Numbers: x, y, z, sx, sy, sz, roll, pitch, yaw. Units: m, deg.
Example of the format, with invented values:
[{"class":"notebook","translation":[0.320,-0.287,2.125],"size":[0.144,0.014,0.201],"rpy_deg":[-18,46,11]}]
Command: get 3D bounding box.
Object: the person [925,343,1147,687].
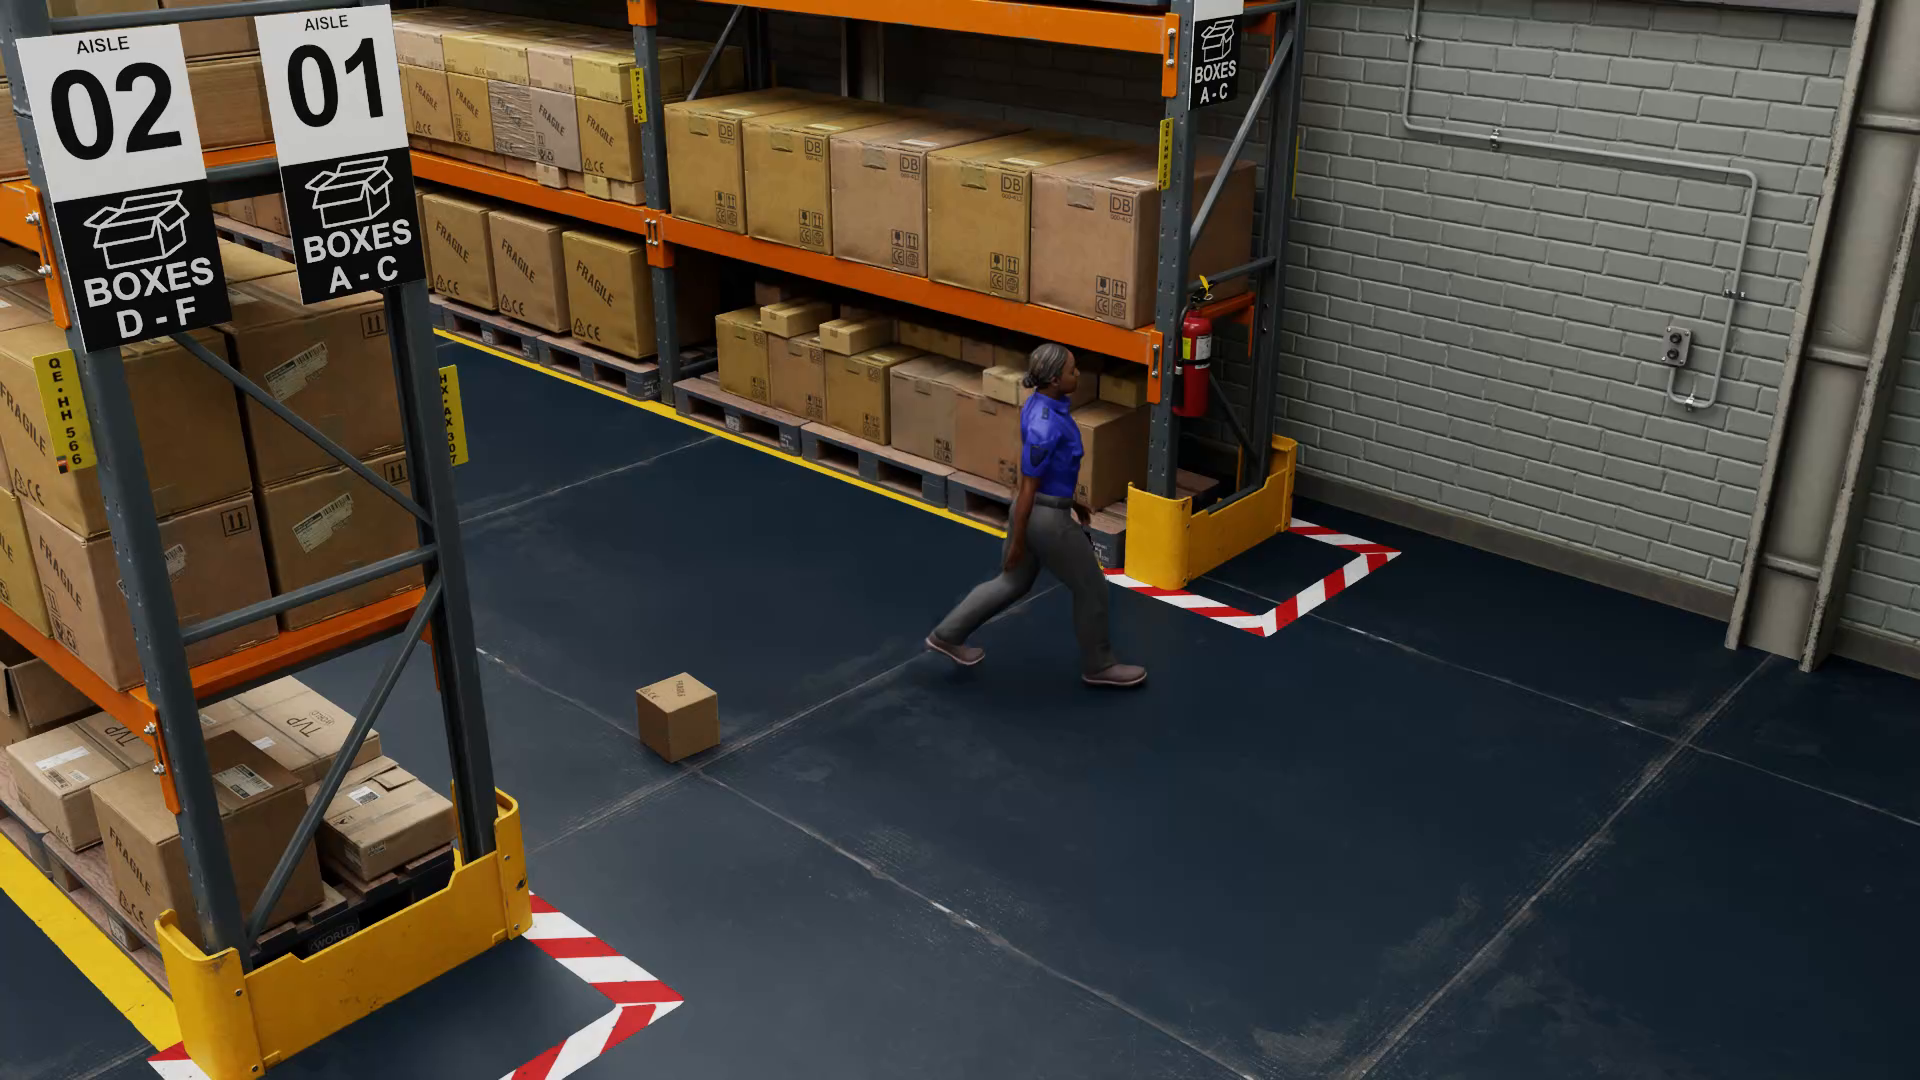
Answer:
[{"class":"person","translation":[0.345,-0.106,7.345],"size":[1.008,1.600,0.468],"rpy_deg":[-2,24,-5]}]
